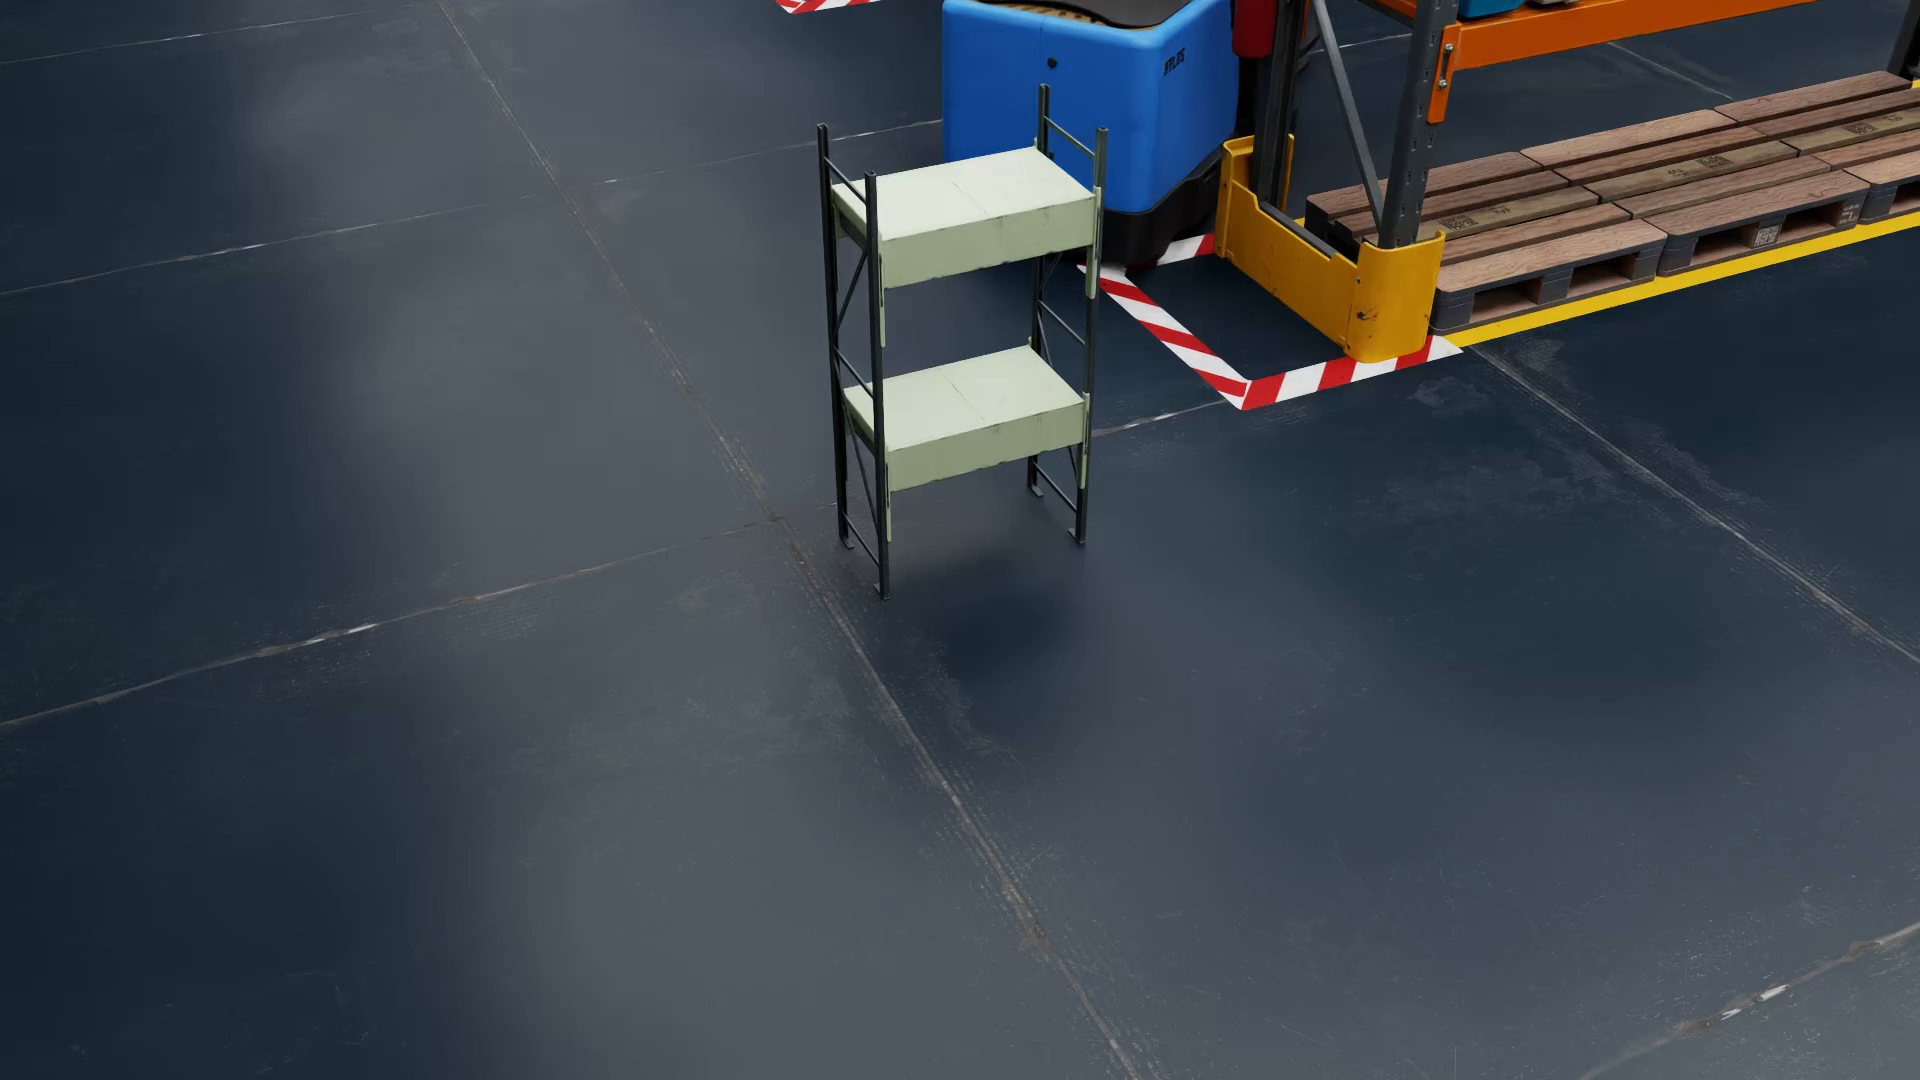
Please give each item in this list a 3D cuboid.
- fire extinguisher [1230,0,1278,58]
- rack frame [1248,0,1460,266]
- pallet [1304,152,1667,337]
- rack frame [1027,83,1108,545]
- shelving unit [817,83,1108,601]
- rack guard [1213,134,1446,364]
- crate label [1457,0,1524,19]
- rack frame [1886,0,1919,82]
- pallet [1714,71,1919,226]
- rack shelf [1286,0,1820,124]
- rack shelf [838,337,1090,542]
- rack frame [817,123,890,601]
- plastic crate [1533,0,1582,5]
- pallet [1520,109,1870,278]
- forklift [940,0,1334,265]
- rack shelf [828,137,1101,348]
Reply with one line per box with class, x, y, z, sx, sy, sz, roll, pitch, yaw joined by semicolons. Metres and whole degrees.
fire extinguisher;1.211;-2.301;6.713;0.183;0.674;0.296;-16;39;-20
rack frame;1.541;-2.275;6.300;0.127;3.000;1.000;-16;39;-20
pallet;2.304;-1.343;7.383;1.213;0.211;1.003;-16;39;-20
rack frame;0.337;-0.697;5.430;0.023;1.500;0.400;-16;39;-20
shelving unit;0.006;-0.604;5.305;0.755;1.500;0.431;-16;39;-20
rack guard;1.525;-1.258;7.027;0.348;0.500;1.175;-16;39;-20
crate label;1.904;-2.117;6.176;0.303;0.233;0.416;-16;39;-20
rack frame;5.162;-3.288;7.665;0.127;3.000;1.000;-16;39;-20
pallet;4.513;-1.961;8.216;1.213;0.211;1.003;-16;39;-20
rack shelf;3.352;-2.492;7.196;4.000;0.370;1.077;-16;39;-20
rack shelf;0.006;-0.342;5.500;0.720;0.370;0.431;-16;39;-20
rack frame;-0.325;-0.511;5.181;0.023;1.500;0.400;-16;39;-20
plastic crate;2.230;-2.115;6.254;0.298;0.136;0.250;-16;39;-20
pallet;3.407;-1.649;7.797;1.213;0.211;1.003;-16;39;-20
forklift;1.067;-3.234;7.650;1.130;2.935;3.031;18;40;23
rack shelf;0.006;-0.918;5.073;0.720;0.370;0.431;-16;39;-20
